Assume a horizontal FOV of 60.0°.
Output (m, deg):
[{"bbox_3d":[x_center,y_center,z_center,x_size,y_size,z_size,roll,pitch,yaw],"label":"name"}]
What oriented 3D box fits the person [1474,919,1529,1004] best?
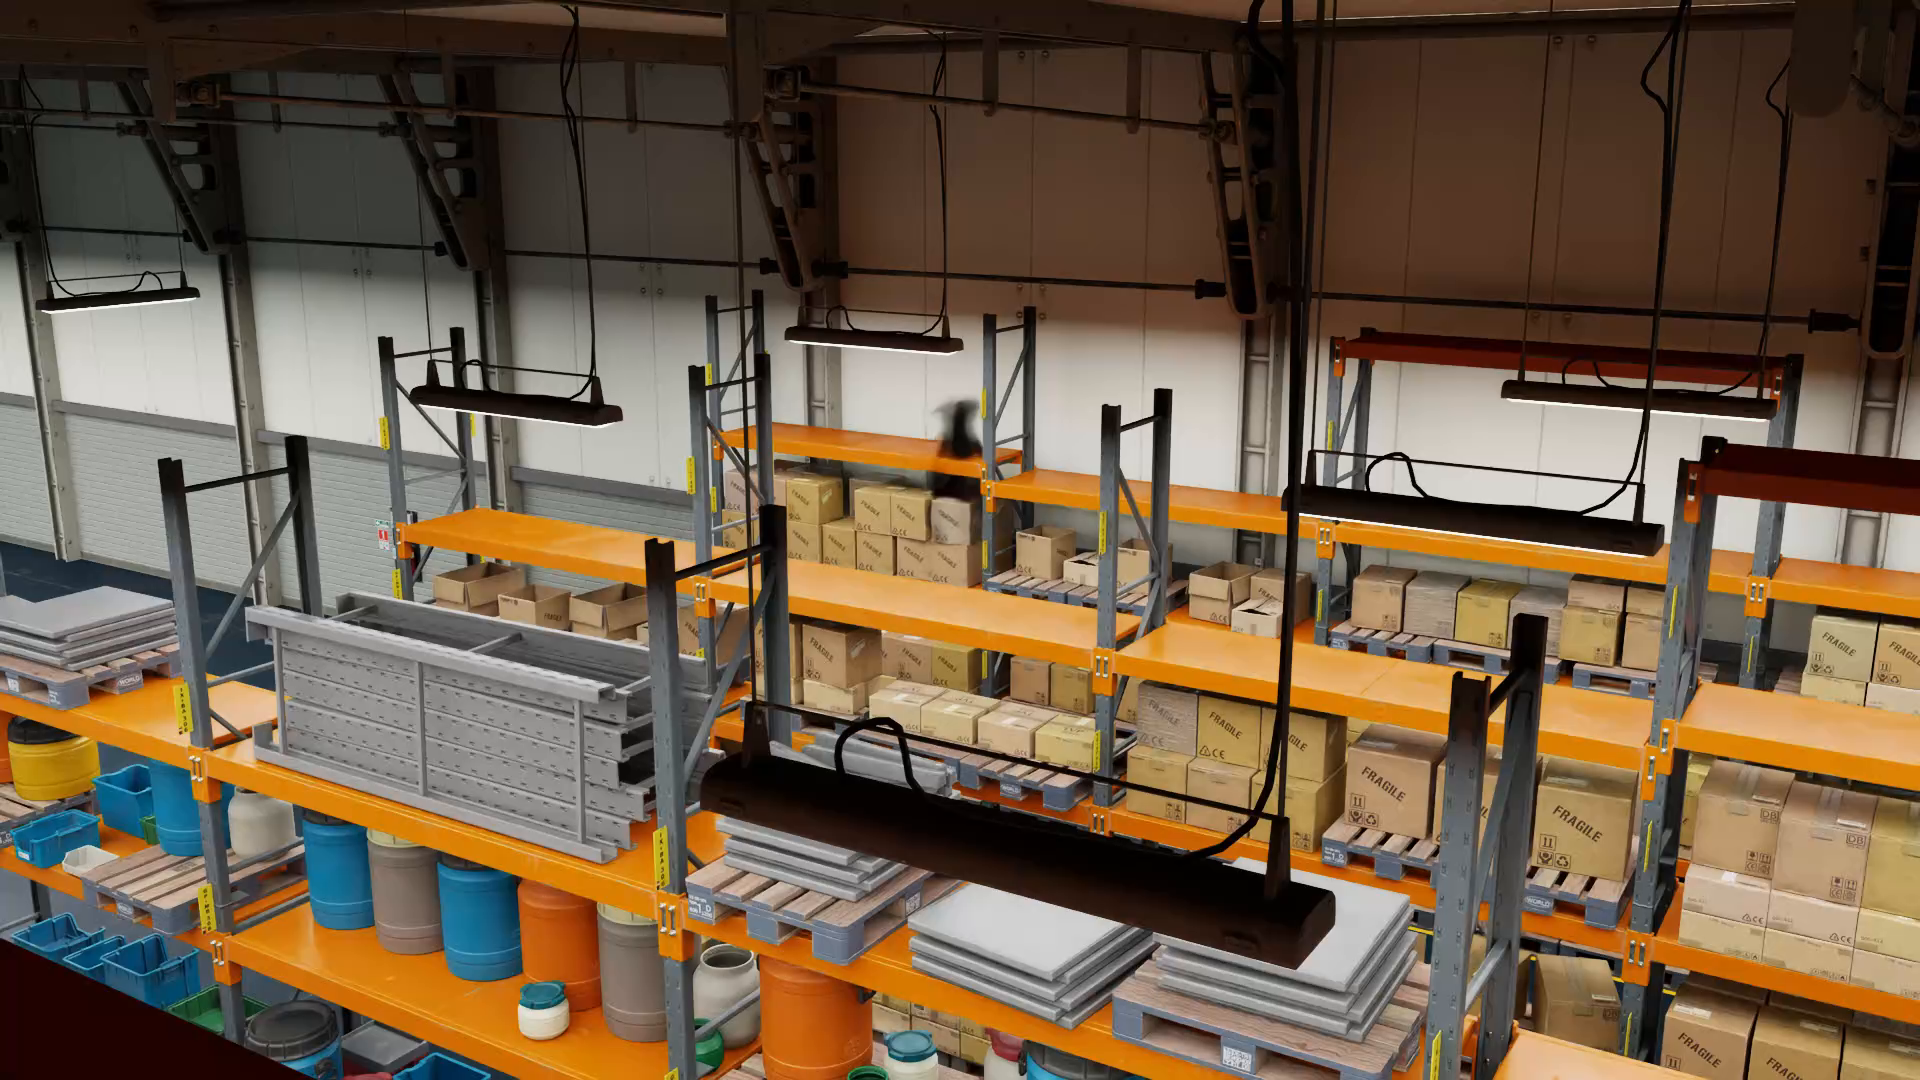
[{"bbox_3d":[4.814,3.604,15.135,0.845,1.736,0.585,8,16,29],"label":"person"}]
